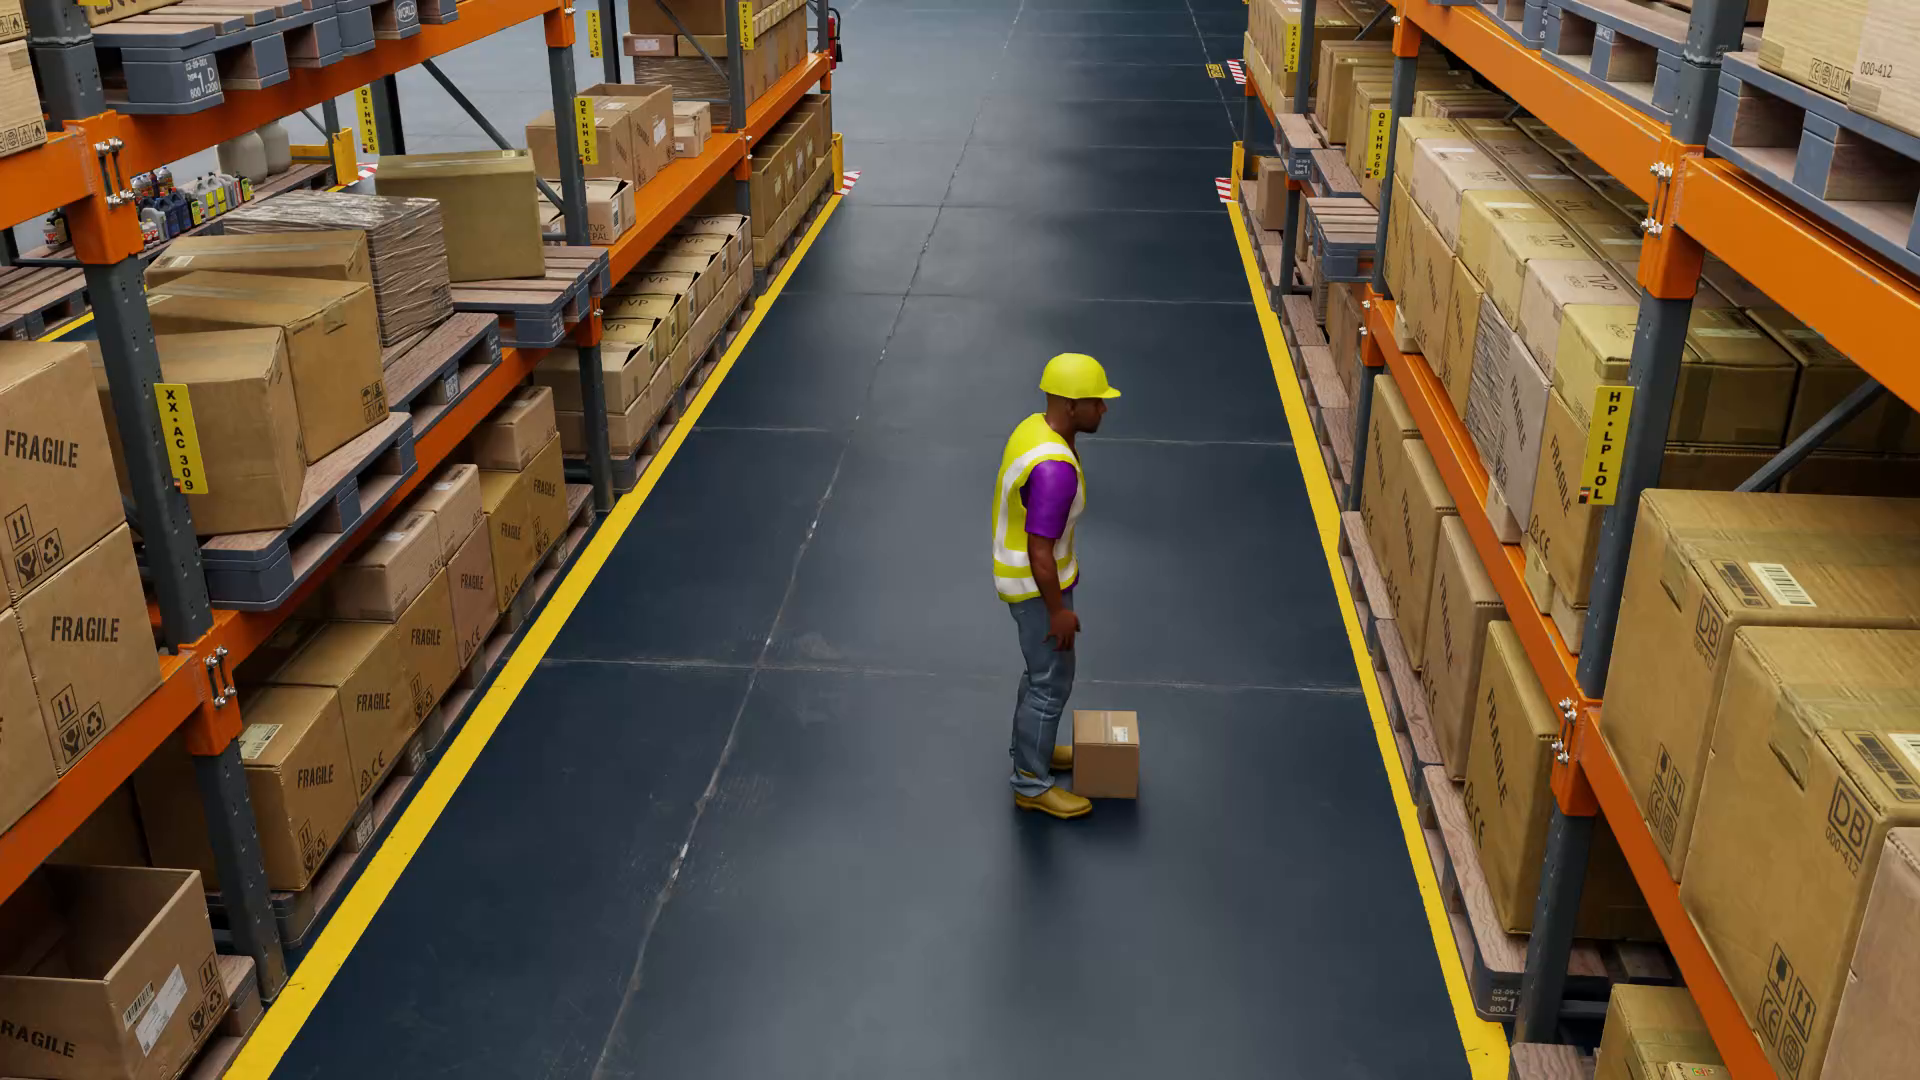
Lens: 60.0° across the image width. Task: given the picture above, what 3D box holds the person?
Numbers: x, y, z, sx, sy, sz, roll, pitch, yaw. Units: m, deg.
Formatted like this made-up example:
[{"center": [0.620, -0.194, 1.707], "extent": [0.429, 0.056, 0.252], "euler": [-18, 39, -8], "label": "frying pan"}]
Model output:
[{"center": [0.347, 0.151, 6.248], "extent": [0.458, 1.761, 0.638], "euler": [1, 24, 2], "label": "person"}]
